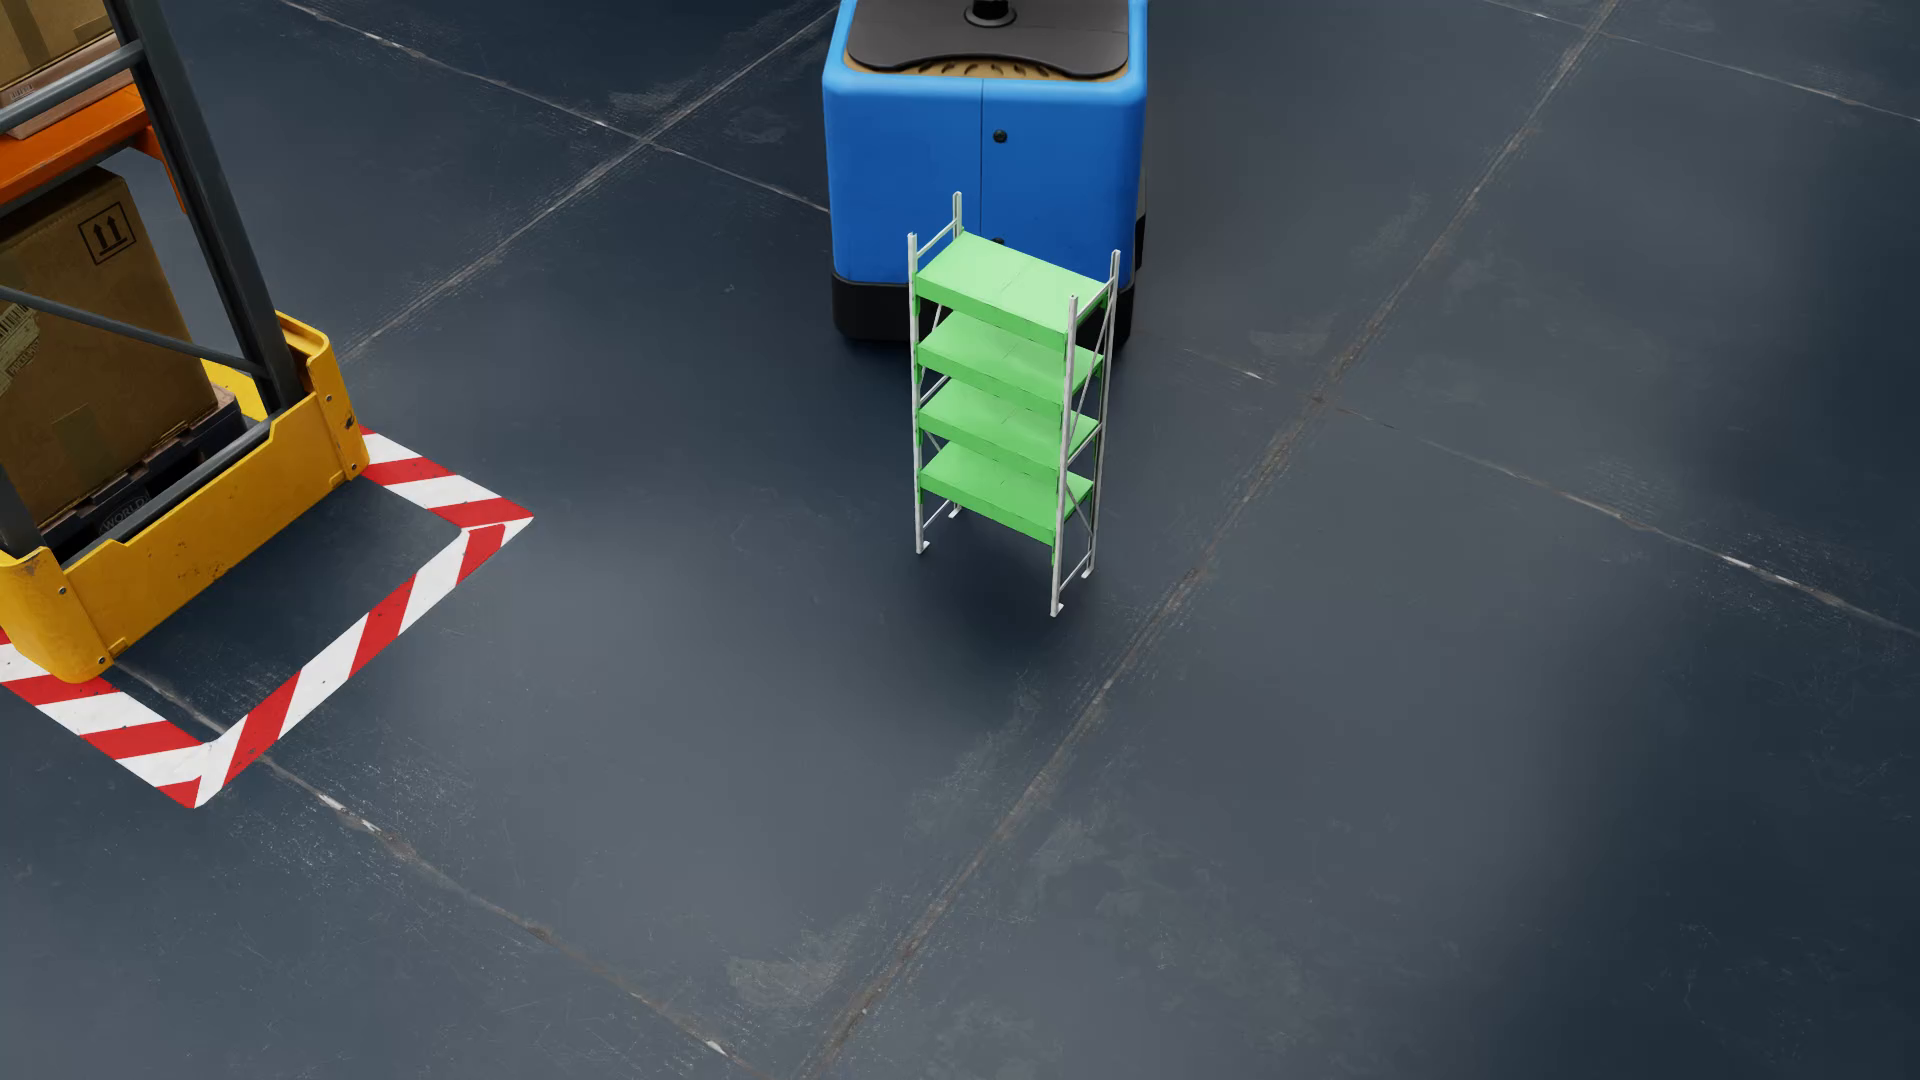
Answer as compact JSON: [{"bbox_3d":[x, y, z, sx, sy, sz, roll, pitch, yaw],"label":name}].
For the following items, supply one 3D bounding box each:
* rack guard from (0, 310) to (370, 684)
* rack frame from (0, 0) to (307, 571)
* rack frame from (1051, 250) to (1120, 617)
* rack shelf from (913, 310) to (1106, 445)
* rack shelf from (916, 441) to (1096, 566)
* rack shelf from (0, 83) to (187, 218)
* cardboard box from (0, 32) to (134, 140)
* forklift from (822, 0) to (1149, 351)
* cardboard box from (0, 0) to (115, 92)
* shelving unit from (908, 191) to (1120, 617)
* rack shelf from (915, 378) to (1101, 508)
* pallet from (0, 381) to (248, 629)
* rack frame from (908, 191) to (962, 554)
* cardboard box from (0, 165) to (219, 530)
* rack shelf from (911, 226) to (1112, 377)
[{"bbox_3d":[-2.387,-0.156,5.053,0.348,0.500,1.175,25,51,22],"label":"rack guard"},{"bbox_3d":[-2.407,-1.037,4.166,0.127,3.000,1.000,25,51,22],"label":"rack frame"},{"bbox_3d":[0.345,-0.260,4.666,0.015,1.200,0.240,25,51,22],"label":"rack frame"},{"bbox_3d":[0.139,-0.477,4.631,0.480,0.148,0.258,25,51,22],"label":"rack shelf"},{"bbox_3d":[0.139,-0.142,4.975,0.480,0.148,0.258,25,51,22],"label":"rack shelf"},{"bbox_3d":[-4.091,-1.560,5.176,4.000,0.370,1.077,25,51,22],"label":"rack shelf"},{"bbox_3d":[-2.528,-1.286,4.583,0.250,0.149,0.380,25,51,23],"label":"cardboard box"},{"bbox_3d":[0.182,-2.736,5.865,1.130,2.935,3.031,3,46,3],"label":"forklift"},{"bbox_3d":[-2.666,-1.437,4.452,0.500,0.250,0.500,23,50,21],"label":"cardboard box"},{"bbox_3d":[0.139,-0.354,4.757,0.503,1.200,0.258,25,51,22],"label":"shelving unit"},{"bbox_3d":[0.139,-0.310,4.803,0.480,0.148,0.258,25,51,22],"label":"rack shelf"},{"bbox_3d":[-3.123,-0.327,5.421,1.213,0.211,1.003,25,51,22],"label":"pallet"},{"bbox_3d":[-0.066,-0.449,4.849,0.015,1.200,0.240,25,51,22],"label":"rack frame"},{"bbox_3d":[-2.989,-0.642,4.971,0.875,0.875,0.875,25,51,22],"label":"cardboard box"},{"bbox_3d":[0.139,-0.644,4.459,0.480,0.148,0.258,25,51,22],"label":"rack shelf"}]
